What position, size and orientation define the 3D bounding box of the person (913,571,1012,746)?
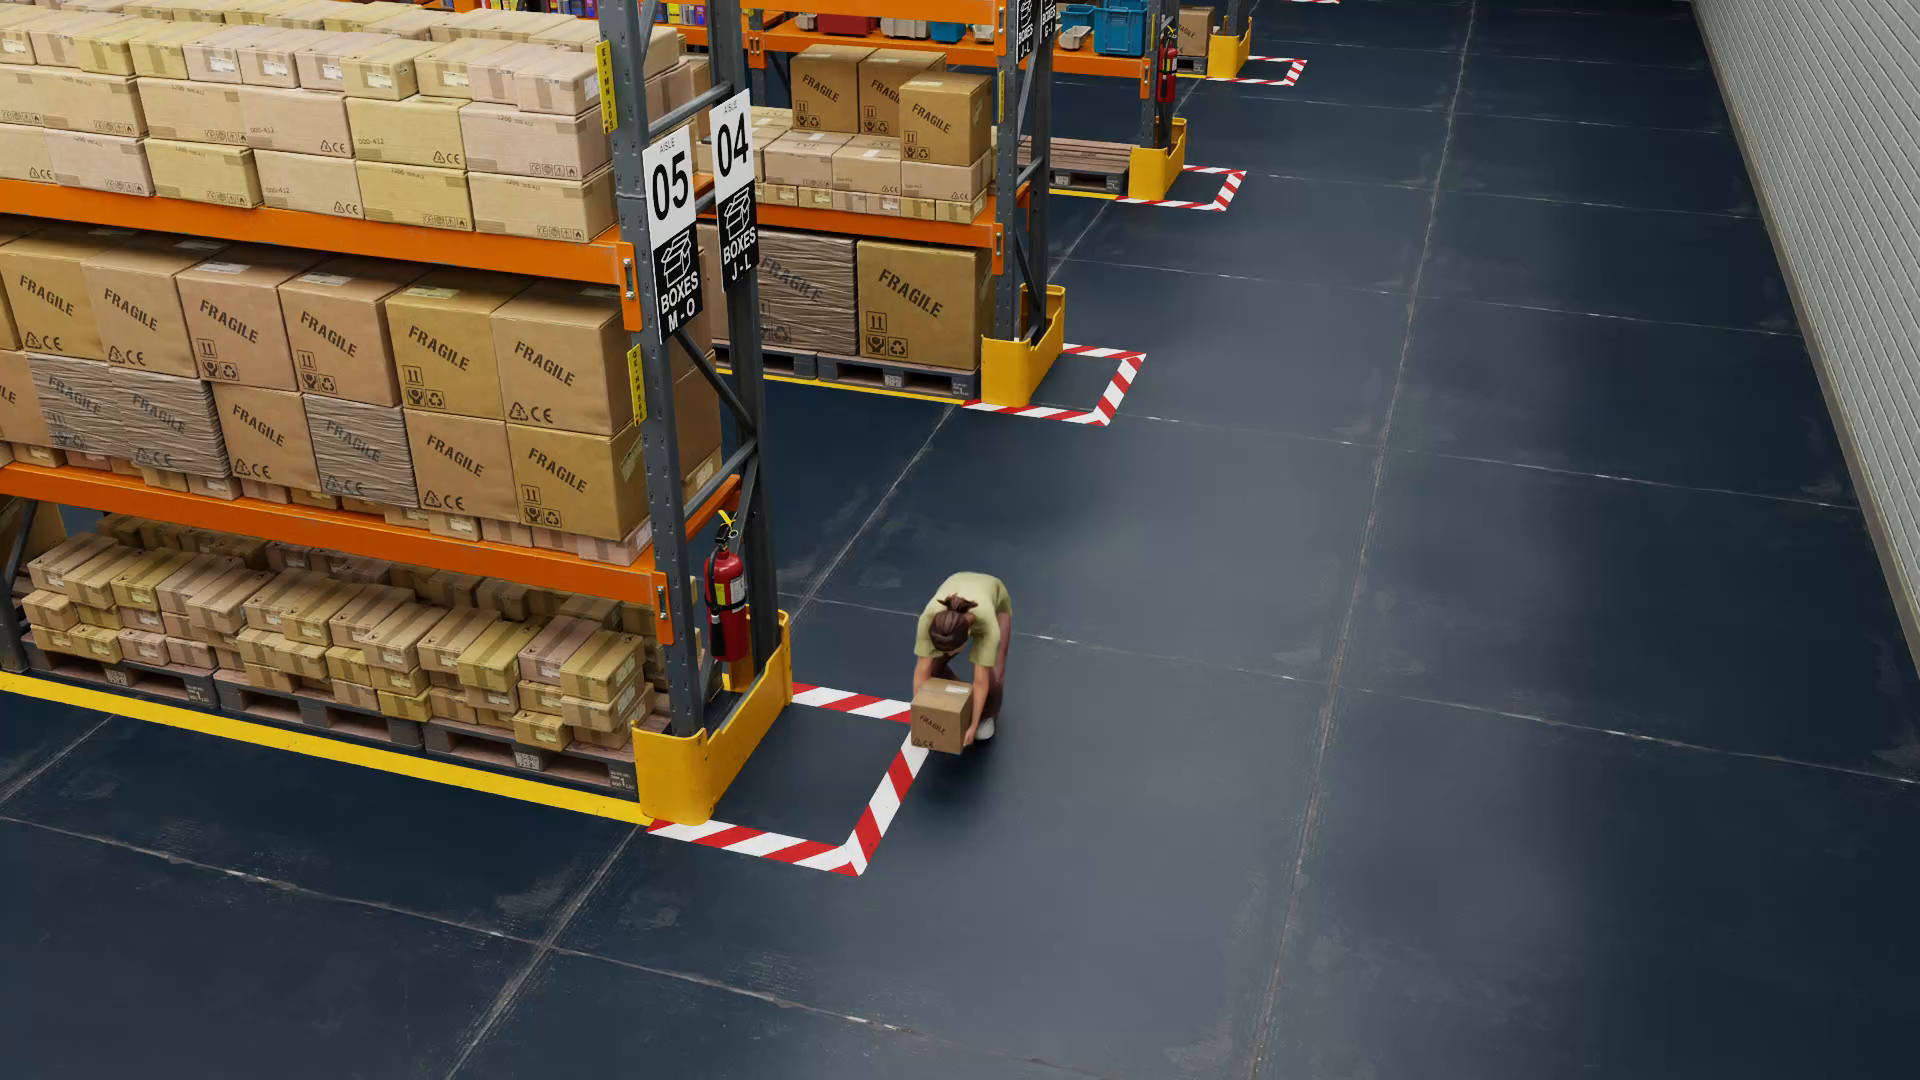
[{"bbox_3d":[0.010,0.575,8.237,0.459,0.935,0.846,8,30,14],"label":"person"}]
